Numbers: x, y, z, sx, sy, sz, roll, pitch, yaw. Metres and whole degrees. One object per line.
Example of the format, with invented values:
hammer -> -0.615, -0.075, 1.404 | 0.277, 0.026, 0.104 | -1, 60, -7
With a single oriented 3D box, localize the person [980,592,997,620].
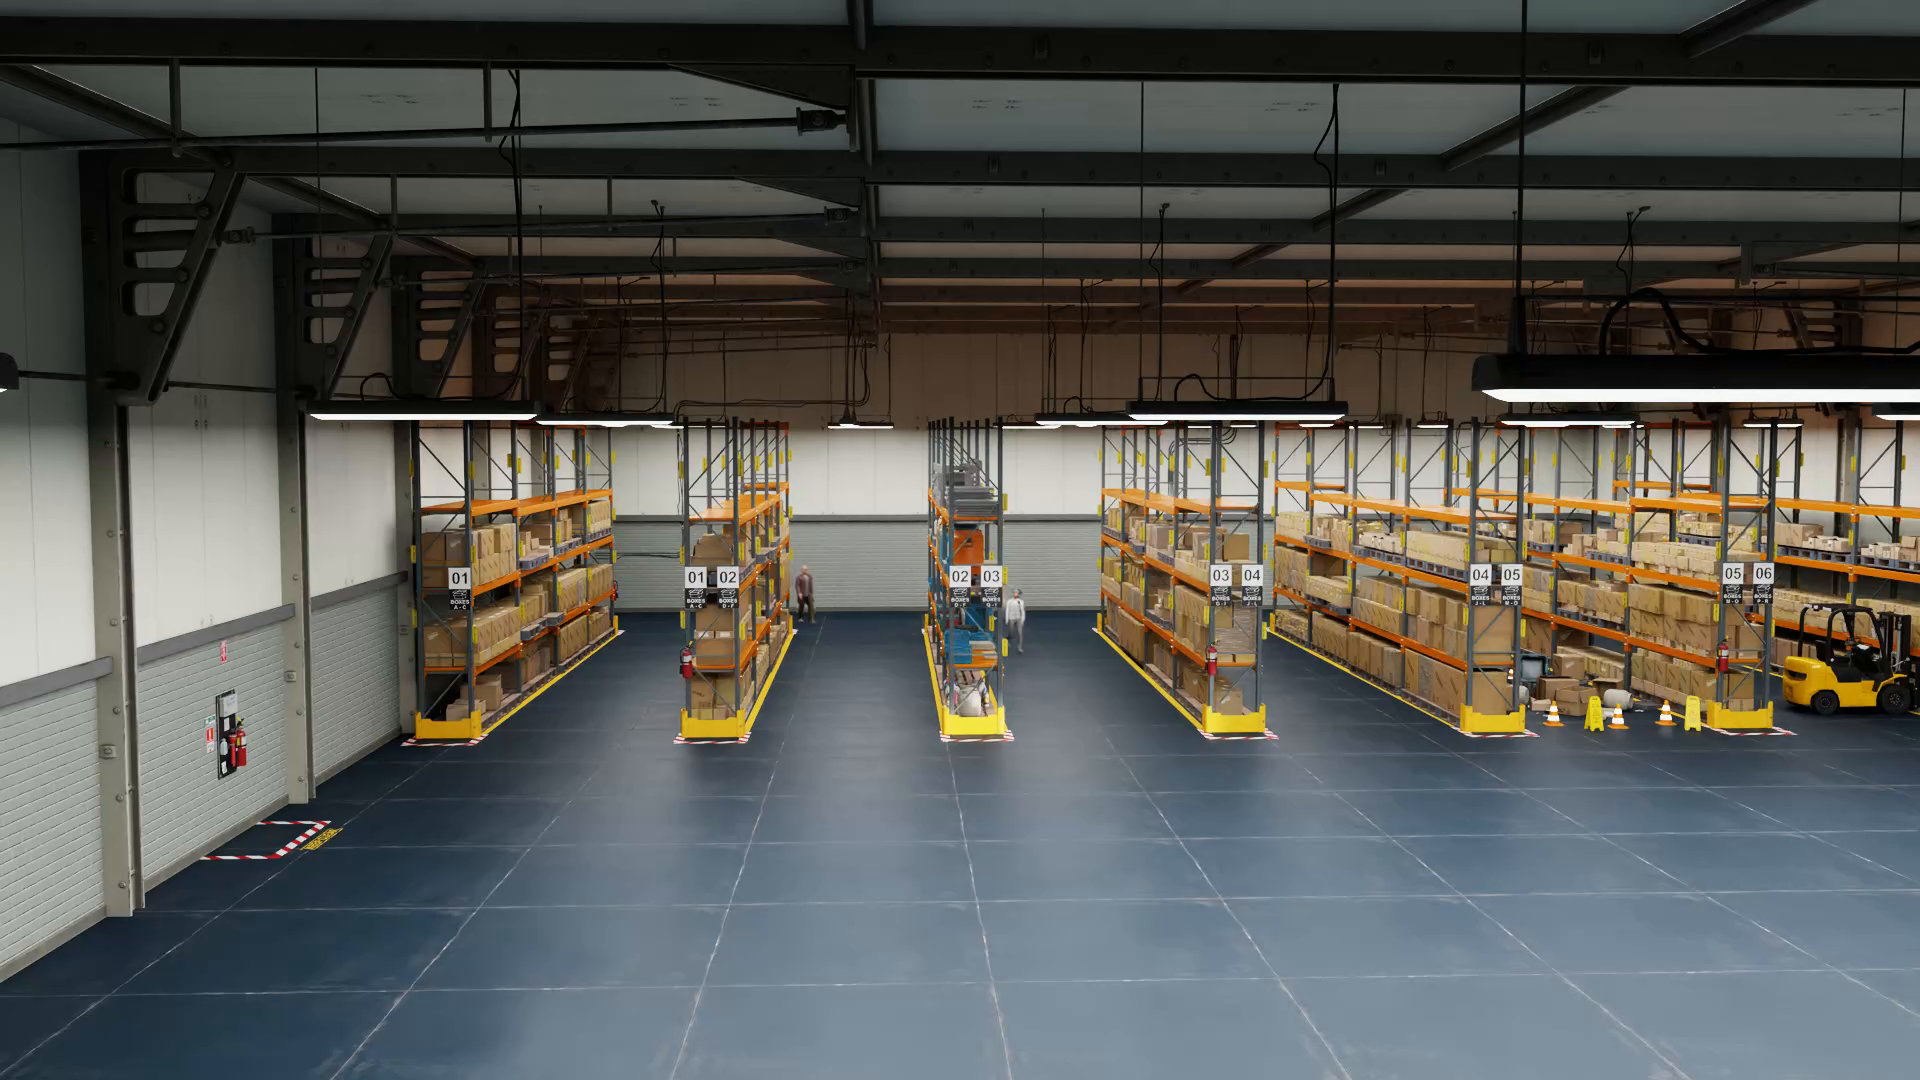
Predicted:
person -> 0.764, 1.616, 50.397 | 0.772, 1.635, 0.495 | 2, 4, 26

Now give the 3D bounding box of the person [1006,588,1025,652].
person -> 1.410, 2.069, 43.215 | 0.536, 1.645, 0.721 | -1, 4, -14

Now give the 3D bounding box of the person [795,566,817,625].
person -> -4.576, 1.631, 49.300 | 0.613, 1.733, 1.067 | -2, 4, -25
